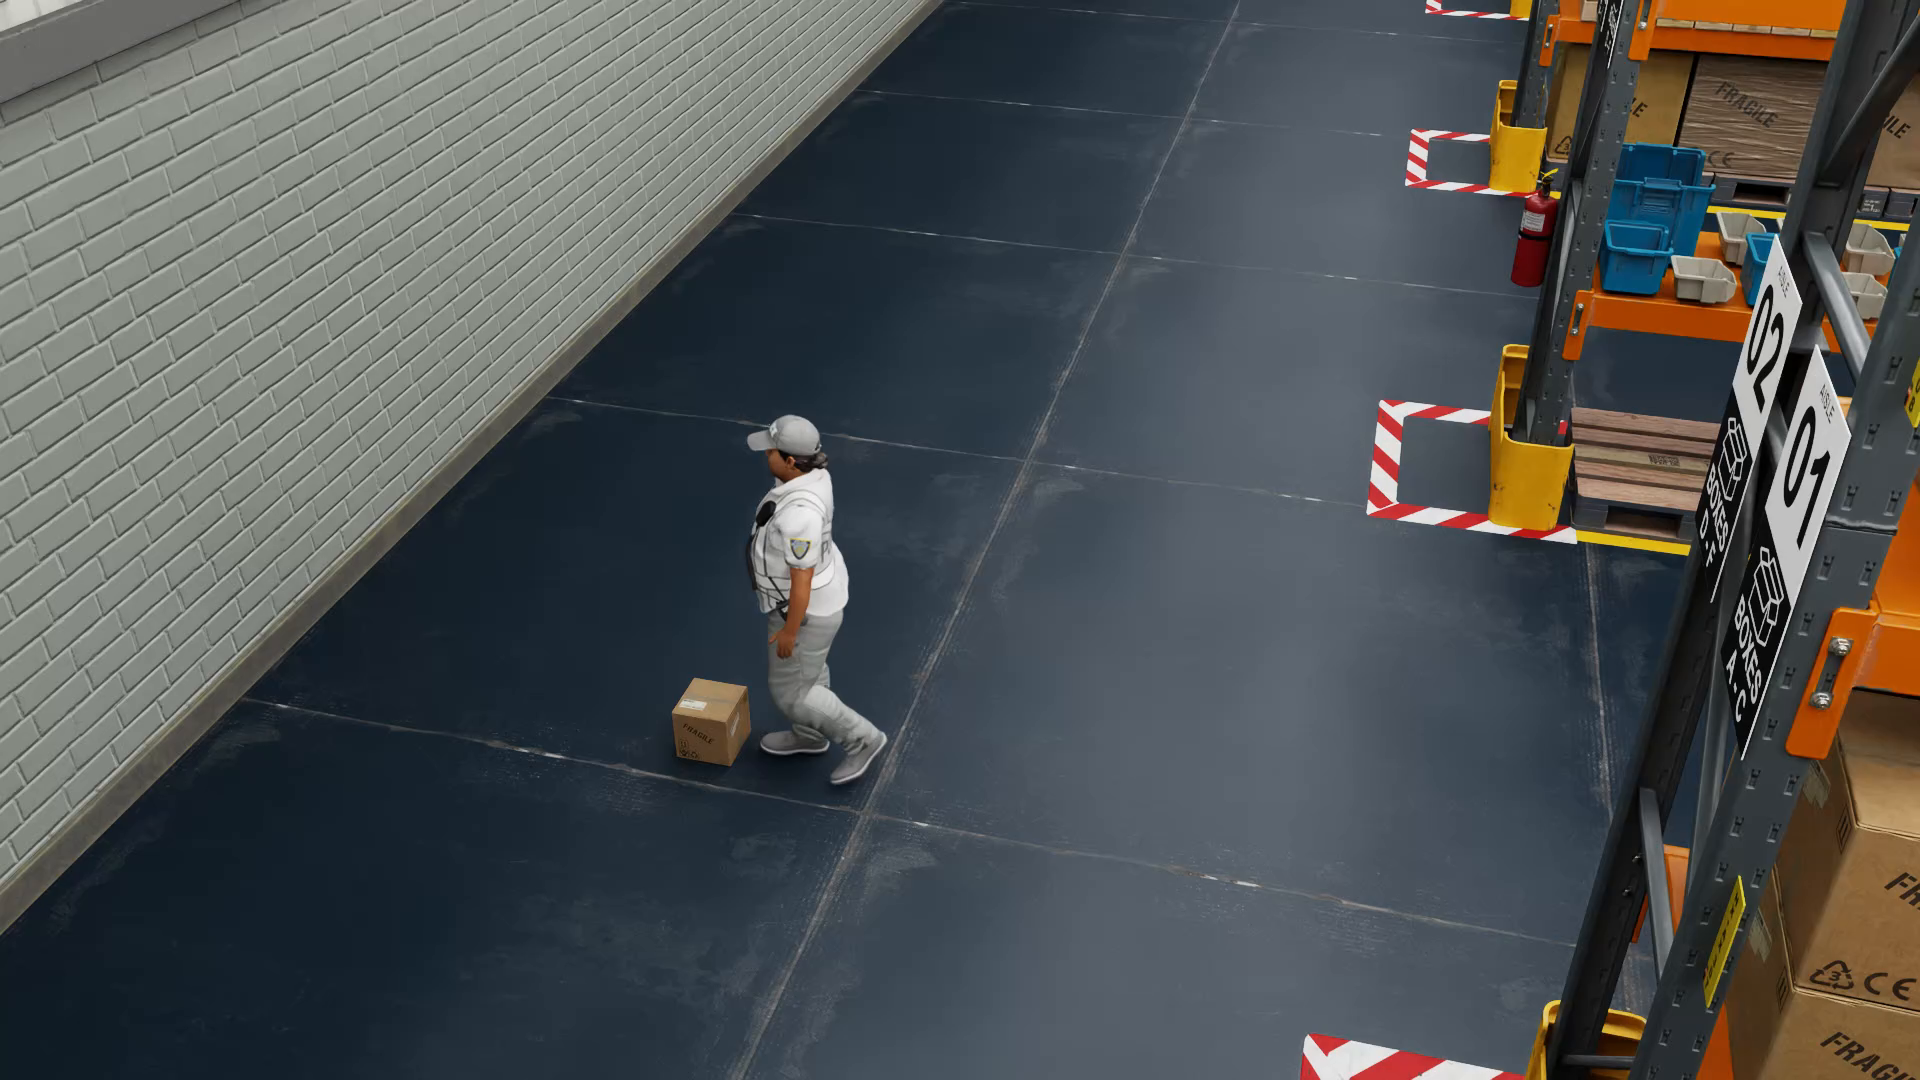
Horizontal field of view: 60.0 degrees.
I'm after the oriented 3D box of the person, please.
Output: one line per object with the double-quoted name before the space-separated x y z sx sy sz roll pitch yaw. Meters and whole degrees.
"person" -0.587 0.247 6.734 0.559 1.662 0.492 -1 33 -1
